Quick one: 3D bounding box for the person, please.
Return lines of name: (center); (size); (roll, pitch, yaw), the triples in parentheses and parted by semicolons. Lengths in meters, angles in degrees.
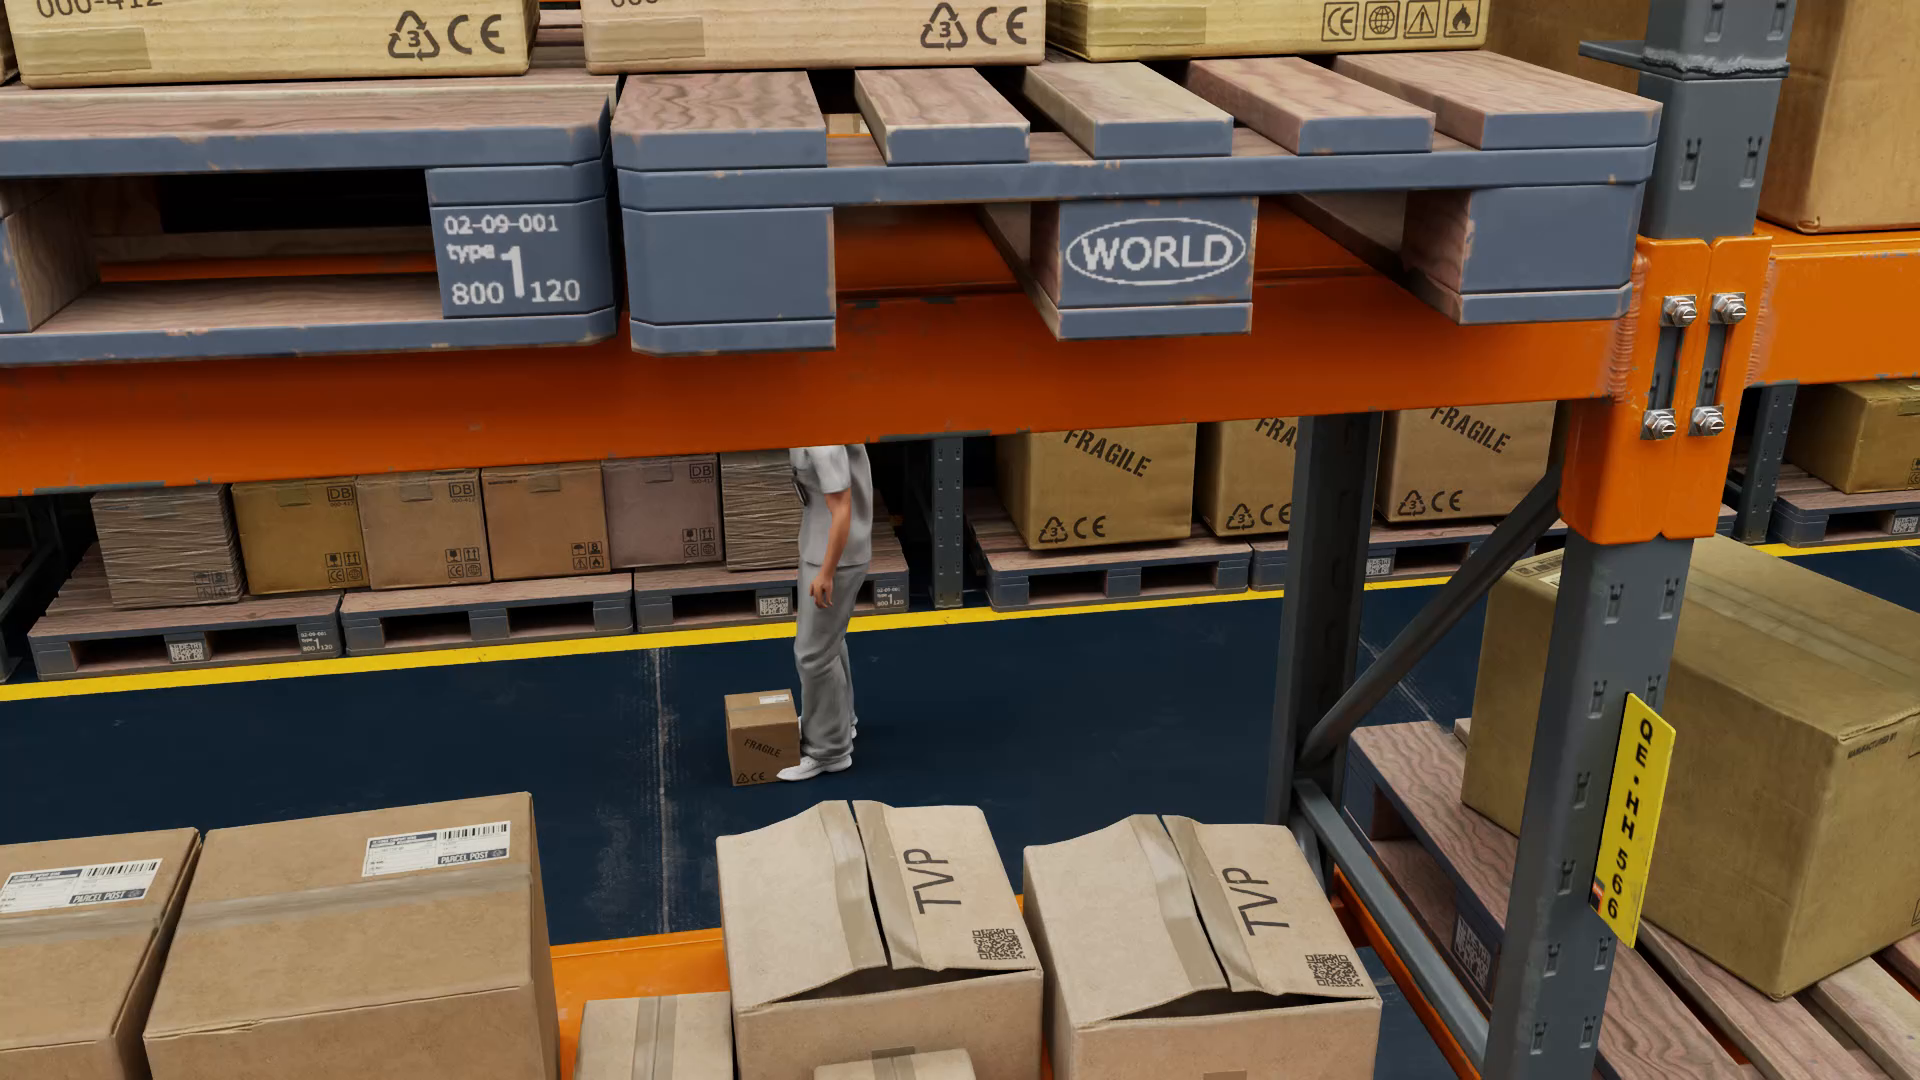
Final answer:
person: (-0.518, 0.059, 5.964); (0.412, 1.672, 0.485); (-5, 24, -11)
